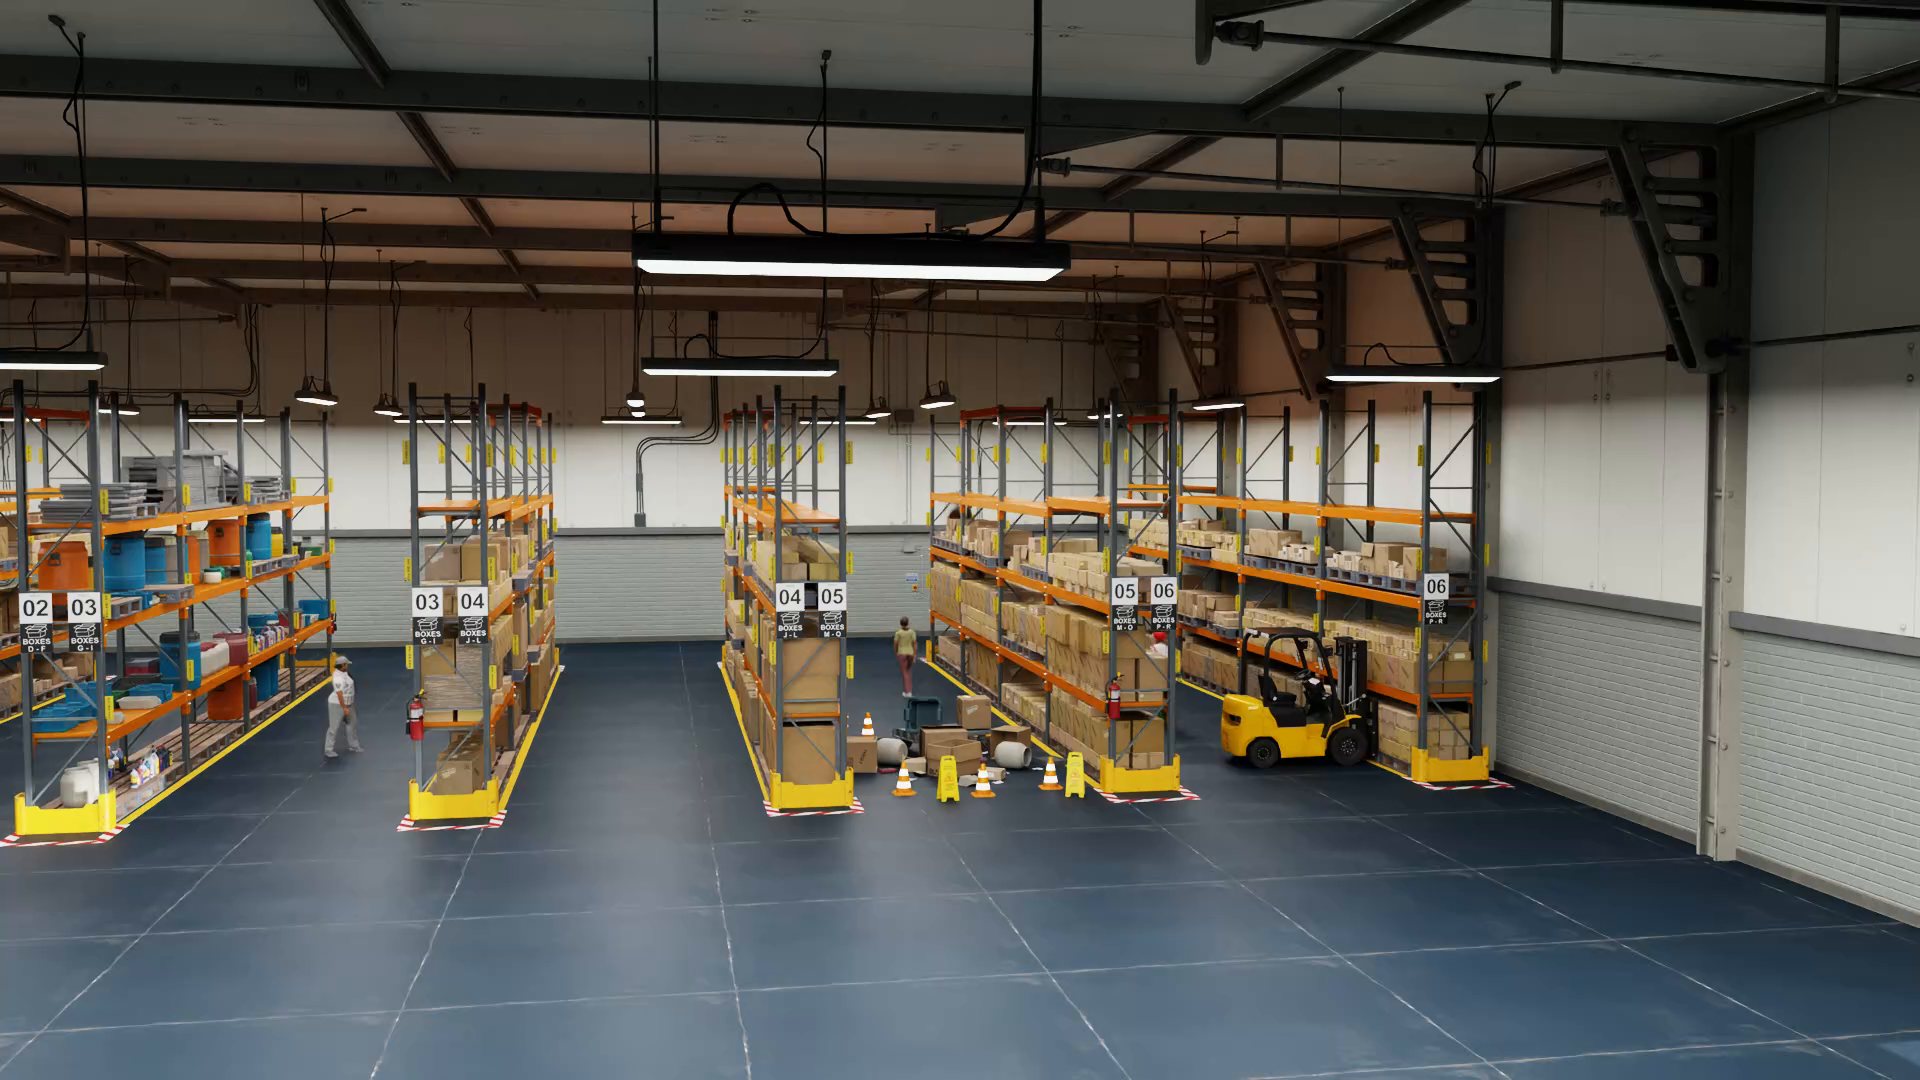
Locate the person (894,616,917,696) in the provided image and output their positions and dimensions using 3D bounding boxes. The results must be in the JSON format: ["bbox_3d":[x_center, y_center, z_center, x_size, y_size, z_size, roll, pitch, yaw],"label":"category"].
[{"bbox_3d":[-1.150,2.420,34.428,0.441,1.695,0.593,-1,3,-27],"label":"person"}]

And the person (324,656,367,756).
[{"bbox_3d":[-10.320,2.778,27.836,0.518,1.693,0.678,0,3,3],"label":"person"}]

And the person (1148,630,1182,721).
[{"bbox_3d":[3.769,2.554,31.191,0.687,1.750,0.633,0,3,-7],"label":"person"}]
